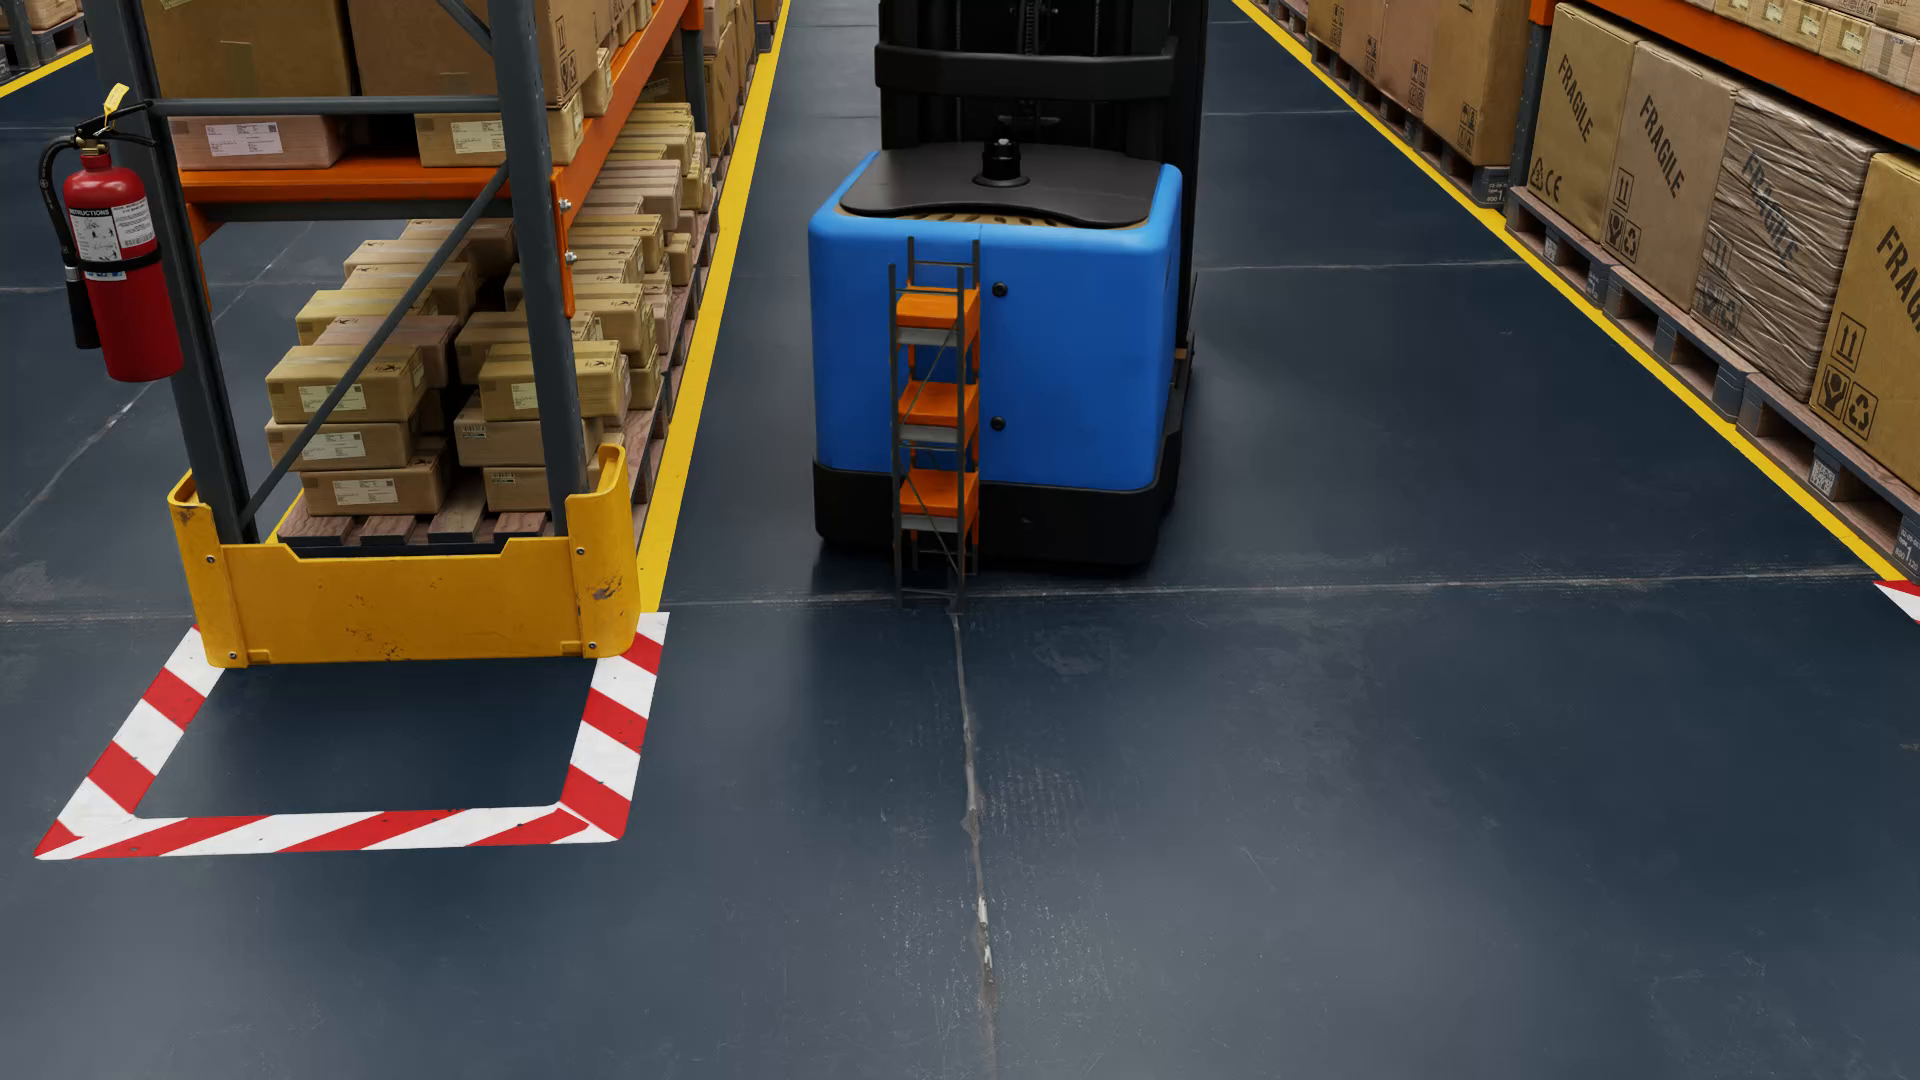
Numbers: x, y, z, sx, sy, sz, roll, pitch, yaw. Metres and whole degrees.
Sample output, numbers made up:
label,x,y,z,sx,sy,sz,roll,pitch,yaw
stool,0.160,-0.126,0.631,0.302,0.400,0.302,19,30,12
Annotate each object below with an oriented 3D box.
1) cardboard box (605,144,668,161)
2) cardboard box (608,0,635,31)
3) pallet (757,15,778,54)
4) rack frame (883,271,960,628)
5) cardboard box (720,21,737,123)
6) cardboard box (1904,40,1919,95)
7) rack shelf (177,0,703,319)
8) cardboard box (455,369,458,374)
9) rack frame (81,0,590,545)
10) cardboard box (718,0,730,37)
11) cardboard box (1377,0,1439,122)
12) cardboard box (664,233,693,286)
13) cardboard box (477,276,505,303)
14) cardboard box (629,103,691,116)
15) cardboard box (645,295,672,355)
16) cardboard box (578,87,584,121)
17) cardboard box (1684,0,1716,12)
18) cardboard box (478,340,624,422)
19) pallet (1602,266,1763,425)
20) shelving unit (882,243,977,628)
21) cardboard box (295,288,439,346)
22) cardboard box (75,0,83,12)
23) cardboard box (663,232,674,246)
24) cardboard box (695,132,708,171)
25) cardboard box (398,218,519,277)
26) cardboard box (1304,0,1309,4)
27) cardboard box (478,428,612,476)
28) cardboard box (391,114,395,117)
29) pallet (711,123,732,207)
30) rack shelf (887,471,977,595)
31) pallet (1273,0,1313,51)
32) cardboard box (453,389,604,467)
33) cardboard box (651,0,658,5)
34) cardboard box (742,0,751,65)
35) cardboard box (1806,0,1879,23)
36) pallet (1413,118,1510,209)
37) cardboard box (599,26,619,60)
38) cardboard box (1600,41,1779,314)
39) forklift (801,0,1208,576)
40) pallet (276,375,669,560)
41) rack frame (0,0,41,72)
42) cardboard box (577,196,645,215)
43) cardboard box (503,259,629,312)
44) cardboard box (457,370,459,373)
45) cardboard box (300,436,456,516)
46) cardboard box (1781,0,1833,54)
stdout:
label,x,y,z,sx,sy,sz,roll,pitch,yaw
cardboard box,-1.431,-1.556,6.974,0.380,0.149,0.250,-1,28,-1
cardboard box,-1.323,-1.897,5.214,0.500,0.500,0.500,-1,28,-2
pallet,-1.893,-3.858,12.419,1.003,0.211,1.213,-1,28,-3
rack frame,-0.100,-0.223,4.542,0.200,1.050,0.008,5,28,9
cardboard box,-1.521,-2.551,9.147,0.500,0.500,0.500,0,28,0
cardboard box,3.074,-1.389,4.941,0.380,0.149,0.250,-1,28,-3
rack shelf,-1.614,-1.639,5.926,1.077,0.370,4.000,-1,28,-3
cardboard box,-1.851,-0.565,5.396,0.380,0.149,0.250,-2,28,-5
rack frame,-1.510,-1.034,3.989,1.000,3.000,0.127,-1,28,-3
cardboard box,-1.523,-2.885,8.976,0.500,0.250,0.500,-1,28,-1
cardboard box,3.139,-2.906,9.422,1.225,0.875,0.875,-2,28,-4
cardboard box,-1.304,-1.153,6.845,0.380,0.149,0.250,-1,28,-3
cardboard box,-1.886,-0.923,6.082,0.380,0.149,0.250,0,28,0
cardboard box,-1.440,-1.909,7.652,0.380,0.149,0.250,-1,28,-1
cardboard box,-1.271,-0.793,6.155,0.380,0.149,0.250,-3,28,-5
cardboard box,-1.254,-1.197,4.572,0.380,0.149,0.250,0,28,-1
cardboard box,2.991,-2.100,6.304,0.380,0.149,0.250,-1,28,-2
cardboard box,-1.198,-0.470,4.893,0.380,0.149,0.250,-3,28,-5
pallet,3.268,-0.800,6.556,1.003,0.211,1.213,-1,28,-3
shelving unit,-0.079,-0.278,4.648,0.215,1.050,0.252,5,28,9
cardboard box,-1.886,-0.692,5.319,0.380,0.149,0.250,-2,28,-4
cardboard box,-6.931,-4.185,12.418,0.950,0.372,0.625,-2,28,-4
cardboard box,-1.378,-1.314,6.833,0.380,0.149,0.250,-1,28,-1
cardboard box,-1.385,-1.798,7.760,0.380,0.149,0.250,-1,28,-2
cardboard box,-1.809,-1.061,6.025,0.380,0.149,0.250,-2,28,-4
cardboard box,2.976,-4.197,12.281,0.700,0.500,0.500,-3,28,-5
cardboard box,-1.313,-0.325,5.258,0.380,0.149,0.250,-1,28,-3
cardboard box,-1.812,-1.298,4.766,0.380,0.149,0.250,-2,28,-3
pallet,-1.761,-2.004,8.865,1.003,0.211,1.213,-1,28,-3
rack shelf,-0.079,-0.022,4.782,0.215,0.259,0.240,5,28,9
pallet,2.992,-3.926,12.549,1.003,0.211,1.213,-1,28,-3
cardboard box,-1.281,-0.336,4.958,0.380,0.149,0.250,0,28,0
cardboard box,-1.360,-2.158,6.416,0.380,0.149,0.250,-3,28,-5
cardboard box,-1.608,-3.269,10.523,0.500,0.500,0.500,0,28,-1
cardboard box,3.106,-1.859,5.412,0.500,0.250,0.500,-2,28,-4
pallet,3.124,-2.073,8.995,1.003,0.211,1.213,-1,28,-3
cardboard box,-1.339,-1.679,5.497,0.380,0.149,0.250,-2,28,-4
cardboard box,3.242,-1.476,6.680,0.875,0.875,0.875,-1,28,-3
forklift,0.304,-1.853,5.634,1.130,2.935,3.031,5,28,9
pallet,-1.521,-0.209,5.422,1.003,0.211,1.213,-1,28,-3
rack frame,-6.865,-4.562,10.754,1.000,3.000,0.127,-1,28,-3
cardboard box,-1.395,-1.191,6.276,0.380,0.149,0.250,-1,28,-3
cardboard box,-1.313,-0.827,5.576,0.380,0.149,0.250,-3,28,-5
cardboard box,-1.814,-0.548,5.686,0.380,0.149,0.250,-1,28,-2
cardboard box,-1.745,-0.194,5.007,0.380,0.149,0.250,-1,28,-2
cardboard box,3.033,-1.744,5.621,0.380,0.149,0.250,-1,28,-2
